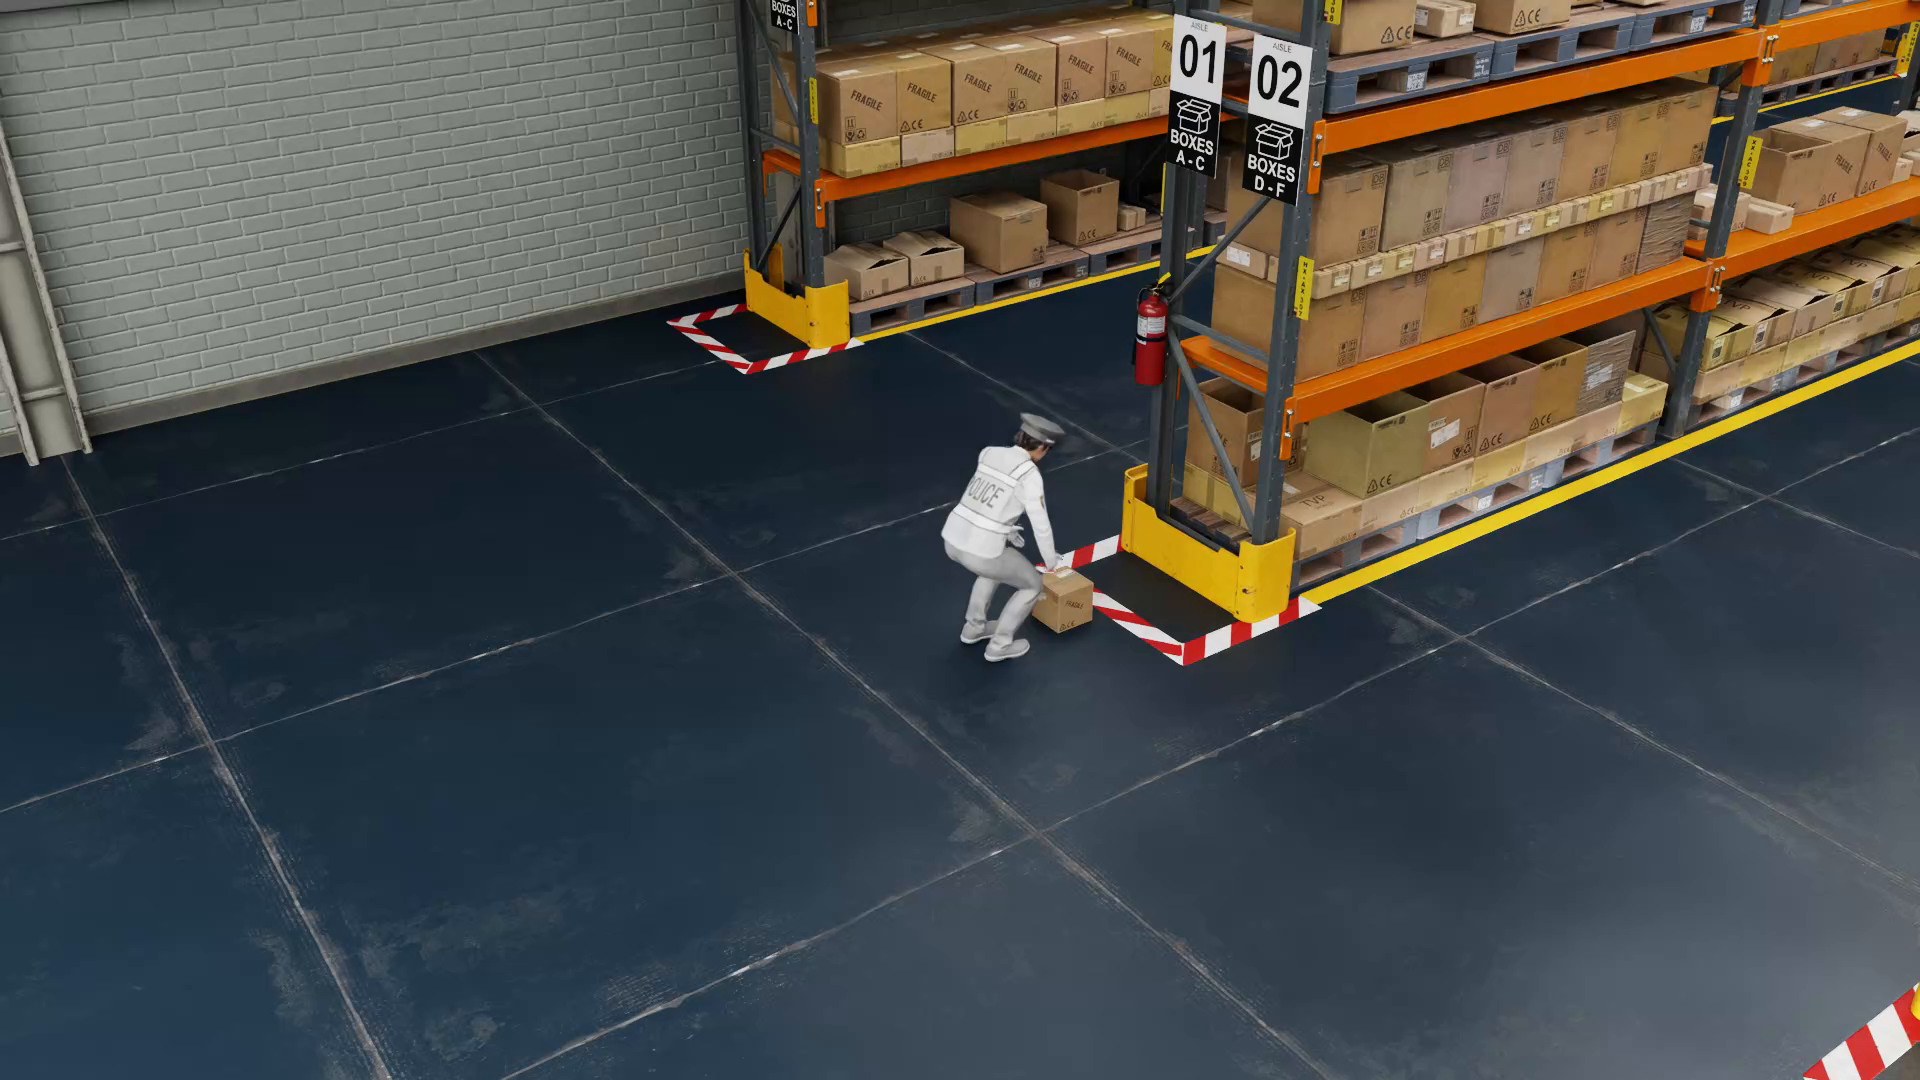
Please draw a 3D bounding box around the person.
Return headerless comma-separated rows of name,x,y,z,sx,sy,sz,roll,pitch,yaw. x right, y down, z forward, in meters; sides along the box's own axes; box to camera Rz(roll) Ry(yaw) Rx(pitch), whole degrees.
person,0.239,-0.026,9.037,0.730,1.320,0.534,-19,34,-30
